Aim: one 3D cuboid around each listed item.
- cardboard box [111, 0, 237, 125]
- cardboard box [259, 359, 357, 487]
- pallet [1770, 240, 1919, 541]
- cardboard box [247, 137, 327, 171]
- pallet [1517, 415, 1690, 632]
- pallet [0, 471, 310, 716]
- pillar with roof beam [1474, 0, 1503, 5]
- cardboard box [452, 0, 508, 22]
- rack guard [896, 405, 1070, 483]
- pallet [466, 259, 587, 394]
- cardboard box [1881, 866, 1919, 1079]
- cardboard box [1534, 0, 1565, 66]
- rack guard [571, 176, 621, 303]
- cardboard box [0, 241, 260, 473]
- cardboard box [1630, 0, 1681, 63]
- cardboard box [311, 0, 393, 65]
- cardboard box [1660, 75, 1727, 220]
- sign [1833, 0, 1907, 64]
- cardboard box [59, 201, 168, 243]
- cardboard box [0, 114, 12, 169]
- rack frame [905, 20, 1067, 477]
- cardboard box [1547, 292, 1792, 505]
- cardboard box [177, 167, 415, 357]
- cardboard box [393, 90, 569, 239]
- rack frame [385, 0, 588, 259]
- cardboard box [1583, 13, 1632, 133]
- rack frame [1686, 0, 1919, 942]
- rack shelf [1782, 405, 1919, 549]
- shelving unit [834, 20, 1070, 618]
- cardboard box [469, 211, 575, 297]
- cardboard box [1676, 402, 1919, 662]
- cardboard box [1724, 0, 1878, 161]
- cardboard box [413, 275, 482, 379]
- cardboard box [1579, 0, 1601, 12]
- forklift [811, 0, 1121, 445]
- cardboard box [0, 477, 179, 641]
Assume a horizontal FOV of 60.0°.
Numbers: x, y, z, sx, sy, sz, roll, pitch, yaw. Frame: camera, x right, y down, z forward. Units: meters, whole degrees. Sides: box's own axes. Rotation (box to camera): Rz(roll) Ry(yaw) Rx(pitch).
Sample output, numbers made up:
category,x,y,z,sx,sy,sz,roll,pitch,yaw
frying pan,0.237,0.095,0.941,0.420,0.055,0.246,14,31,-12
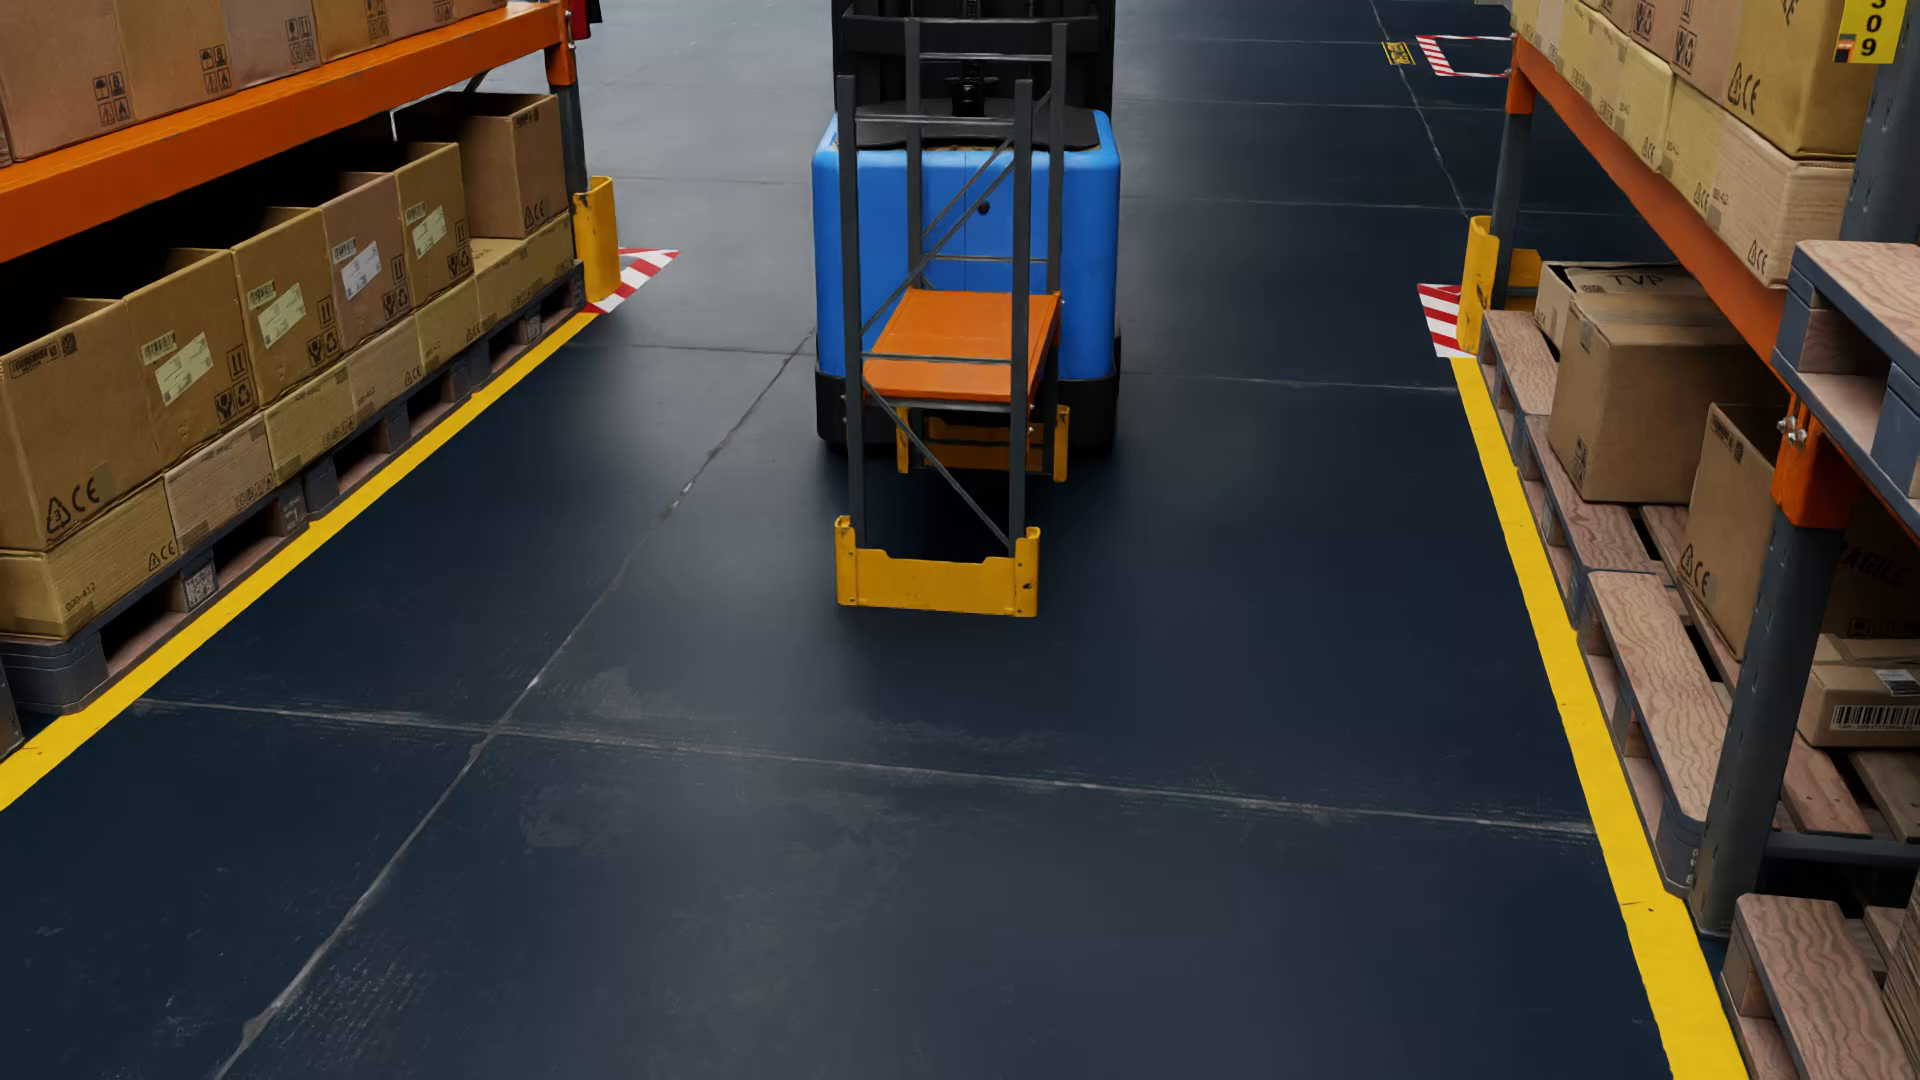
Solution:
category,x,y,z,sx,sy,sz,roll,pitch,yaw
cardboard box,-2.609,-1.521,4.843,0.700,0.500,0.500,4,25,9
cardboard box,-2.292,-0.394,5.302,0.500,0.250,0.500,4,25,9
pallet,1.779,-0.121,2.196,1.003,0.211,1.213,4,25,9
cardboard box,-2.643,-1.188,6.114,0.500,0.500,0.500,4,25,9
pallet,2.319,-0.049,5.107,1.003,0.211,1.213,4,25,9
pallet,-2.669,0.074,4.842,1.003,0.211,1.213,4,25,9
pillar with roof beam,1.154,-9.872,15.725,9.100,9.000,0.400,4,25,9
cardboard box,-2.276,-2.383,6.685,0.700,0.500,0.500,4,25,9
rack guard,0.077,-0.342,5.686,0.587,0.250,0.087,3,25,7
pallet,-2.271,-0.946,7.023,1.003,0.211,1.213,4,25,9
cardboard box,1.943,0.725,2.593,0.700,0.500,0.500,5,26,10
cardboard box,2.237,-1.731,5.563,0.500,0.250,0.500,3,25,7
rack guard,-2.183,-1.410,7.672,1.175,0.500,0.348,4,25,9
cardboard box,-2.382,-0.525,4.698,0.500,0.500,0.500,4,25,9
cardboard box,1.988,-1.436,4.049,0.500,0.500,0.500,3,25,7
cardboard box,-2.444,-1.956,5.772,0.700,0.500,0.500,4,25,9
cardboard box,1.915,-0.885,3.757,0.500,0.250,0.500,4,25,9
sign,1.511,-0.944,2.707,0.100,0.325,0.005,4,25,9
cardboard box,-2.809,-0.770,5.221,0.500,0.500,0.500,4,25,9
cardboard box,-2.774,-1.090,3.923,0.700,0.500,0.500,3,25,7
rack frame,0.079,-0.916,5.438,0.500,1.500,0.032,3,25,7
cardboard box,2.237,-0.432,5.065,0.700,0.500,0.500,2,25,5
cardboard box,-2.213,-0.943,5.590,0.500,0.500,0.500,4,25,9
cardboard box,-1.981,-1.572,6.933,0.500,0.500,0.500,4,25,9
rack frame,-2.187,-2.532,7.121,1.000,3.000,0.127,4,25,9
cardboard box,2.063,-1.307,4.658,0.500,0.250,0.500,4,25,9
rack frame,2.047,-0.517,2.817,1.000,3.000,0.127,4,25,9
rack shelf,1.720,0.645,1.182,1.077,0.370,4.000,4,25,9
shelving unit,0.006,-0.699,4.975,0.587,1.500,1.083,3,25,7
cardboard box,-1.983,-1.232,7.092,0.500,0.250,0.500,4,25,9
cardboard box,2.177,-0.021,4.187,0.500,0.500,0.500,2,25,5
cardboard box,1.819,-1.017,3.154,0.500,0.500,0.500,4,25,8
cardboard box,-2.133,-0.813,6.196,0.500,0.250,0.500,4,25,9
cardboard box,2.145,-1.871,4.977,0.500,0.500,0.500,3,25,7
forklift,0.058,-2.237,6.571,1.130,2.935,3.031,1,25,1
cardboard box,-2.466,0.023,4.410,0.500,0.250,0.500,4,25,9
